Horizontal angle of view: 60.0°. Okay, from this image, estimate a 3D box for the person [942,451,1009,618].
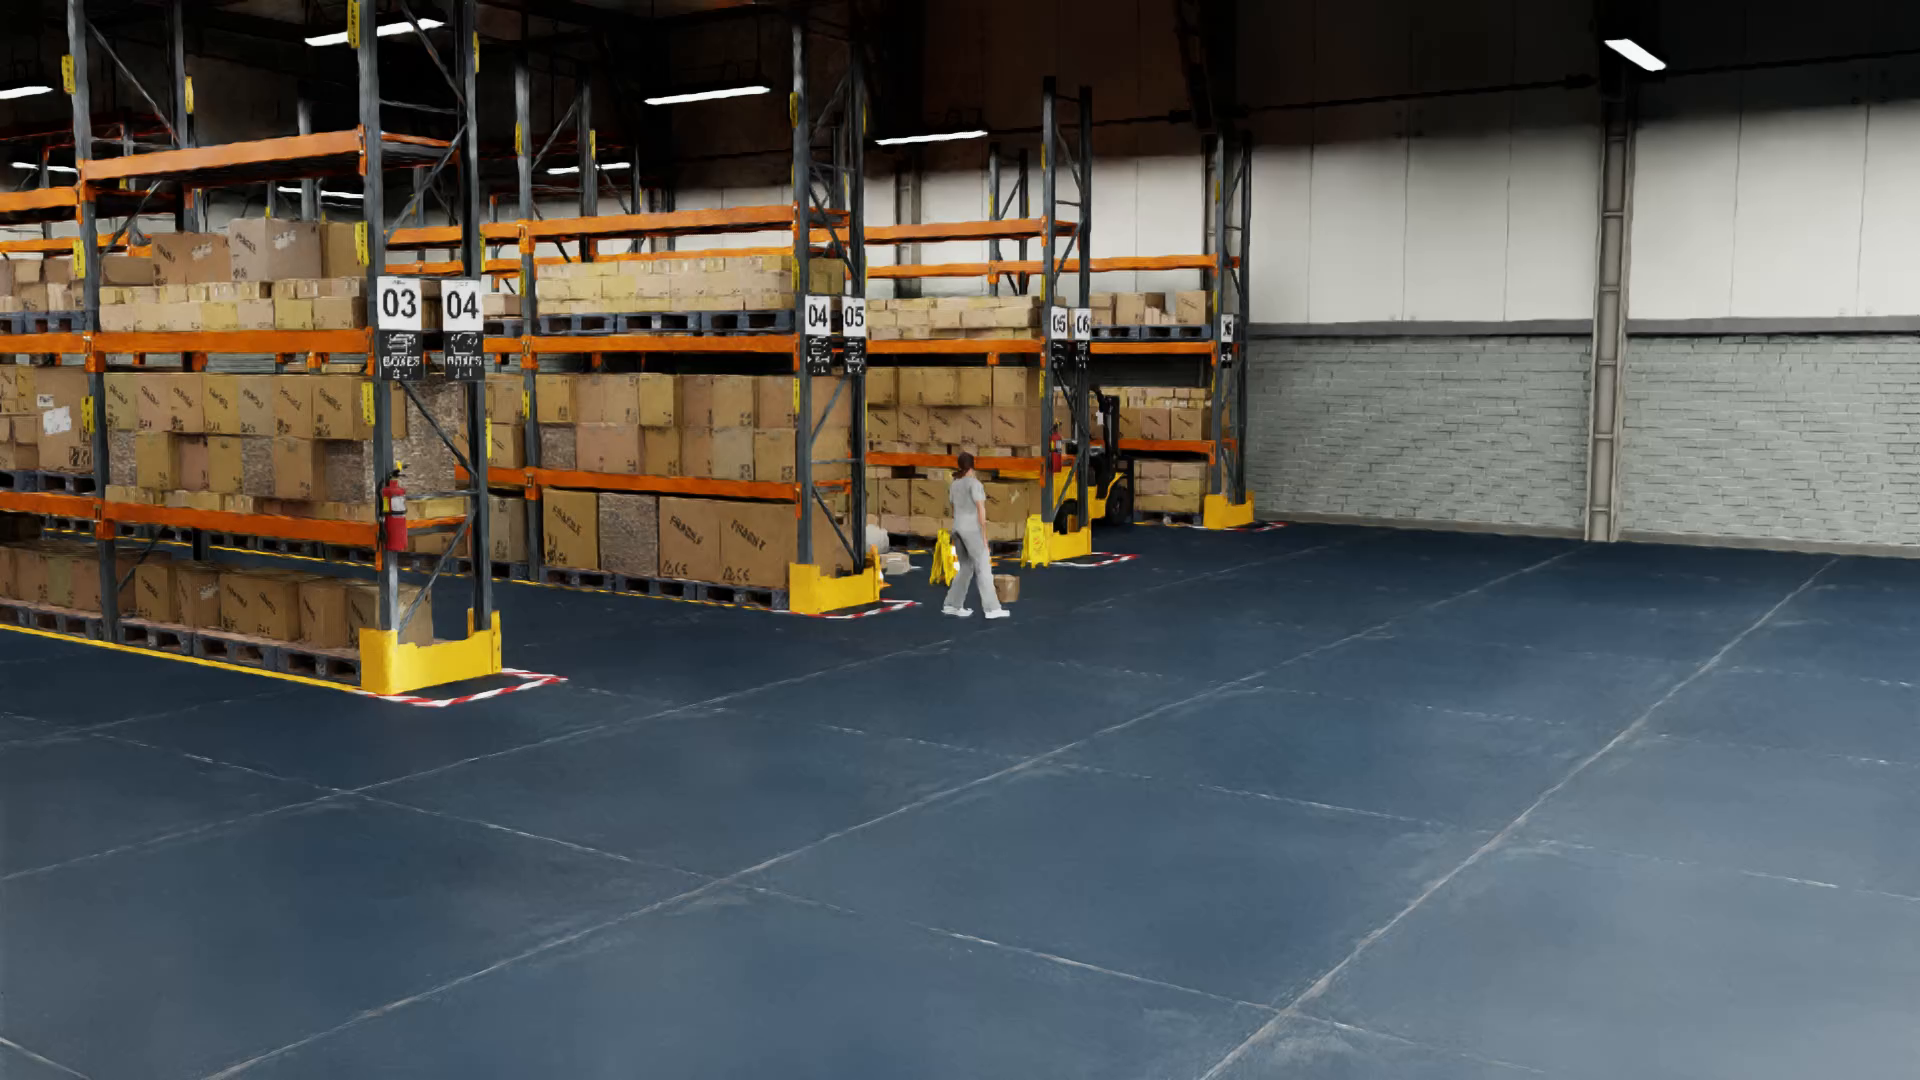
[{"bbox_3d":[0.157,-0.053,16.546,0.519,1.656,0.595,-4,8,-34],"label":"person"}]
